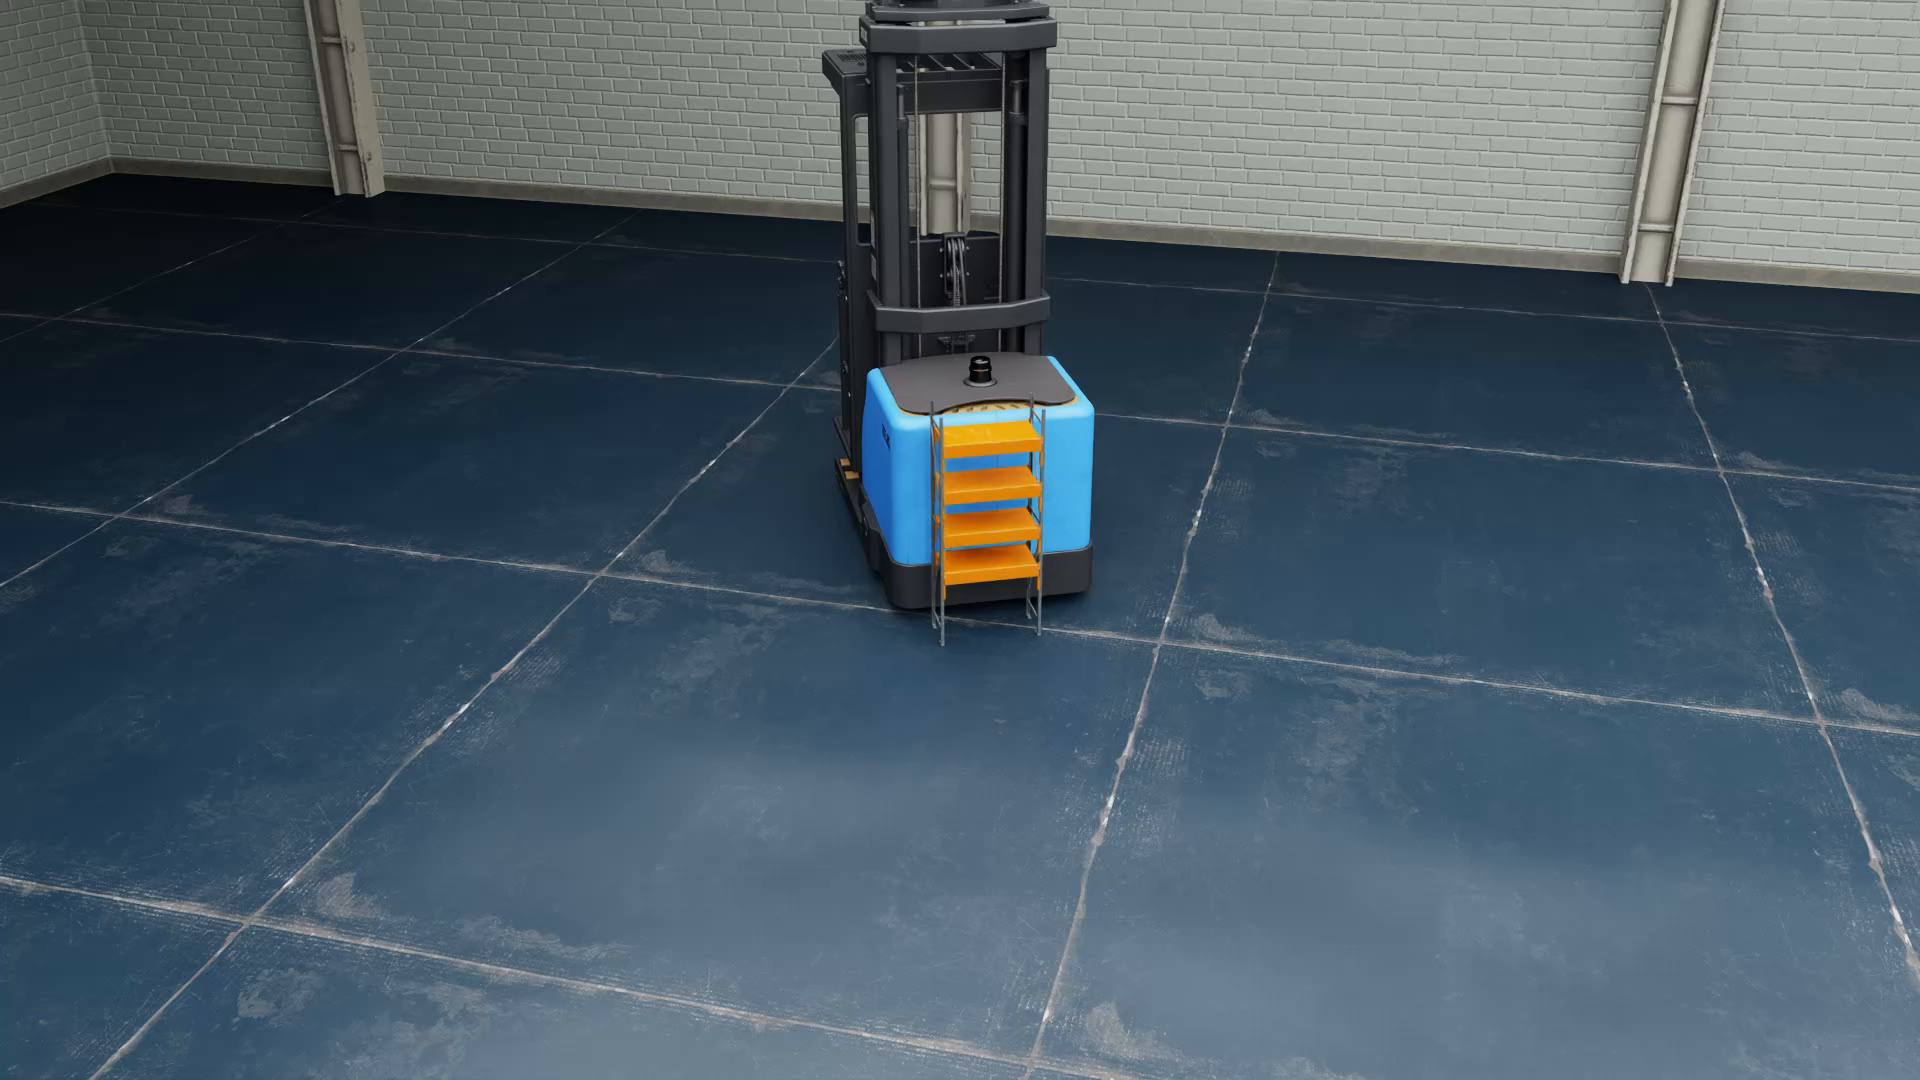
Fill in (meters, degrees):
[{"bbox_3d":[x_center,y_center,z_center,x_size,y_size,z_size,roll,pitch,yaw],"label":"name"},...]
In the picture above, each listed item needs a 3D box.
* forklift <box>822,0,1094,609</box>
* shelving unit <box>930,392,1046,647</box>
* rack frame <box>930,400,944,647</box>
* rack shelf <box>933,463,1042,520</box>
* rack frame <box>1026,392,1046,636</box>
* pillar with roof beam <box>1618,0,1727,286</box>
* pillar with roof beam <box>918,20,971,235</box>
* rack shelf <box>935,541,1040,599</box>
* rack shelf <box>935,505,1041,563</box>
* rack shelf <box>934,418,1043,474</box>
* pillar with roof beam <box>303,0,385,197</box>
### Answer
[{"bbox_3d":[-0.131,-1.587,9.174,1.130,2.935,3.031,-5,26,-11],"label":"forklift"},{"bbox_3d":[0.129,-0.093,8.049,0.503,1.200,0.258,-5,26,-11],"label":"shelving unit"},{"bbox_3d":[-0.110,-0.070,8.002,0.015,1.200,0.240,-5,26,-11],"label":"rack frame"},{"bbox_3d":[0.129,-0.234,7.982,0.480,0.148,0.258,-5,26,-11],"label":"rack shelf"},{"bbox_3d":[0.367,-0.115,8.096,0.015,1.200,0.240,-5,26,-11],"label":"rack frame"},{"bbox_3d":[4.607,-4.434,8.094,0.400,9.000,9.100,6,26,13],"label":"pillar with roof beam"},{"bbox_3d":[-1.204,-5.076,9.443,0.400,9.000,9.100,6,26,13],"label":"pillar with roof beam"},{"bbox_3d":[0.129,0.147,8.163,0.480,0.148,0.258,-5,26,-11],"label":"rack shelf"},{"bbox_3d":[0.129,-0.032,8.078,0.480,0.148,0.258,-5,26,-11],"label":"rack shelf"},{"bbox_3d":[0.129,-0.447,7.880,0.480,0.148,0.258,-5,26,-11],"label":"rack shelf"},{"bbox_3d":[-7.015,-5.718,10.792,0.400,9.000,9.100,6,26,13],"label":"pillar with roof beam"}]
